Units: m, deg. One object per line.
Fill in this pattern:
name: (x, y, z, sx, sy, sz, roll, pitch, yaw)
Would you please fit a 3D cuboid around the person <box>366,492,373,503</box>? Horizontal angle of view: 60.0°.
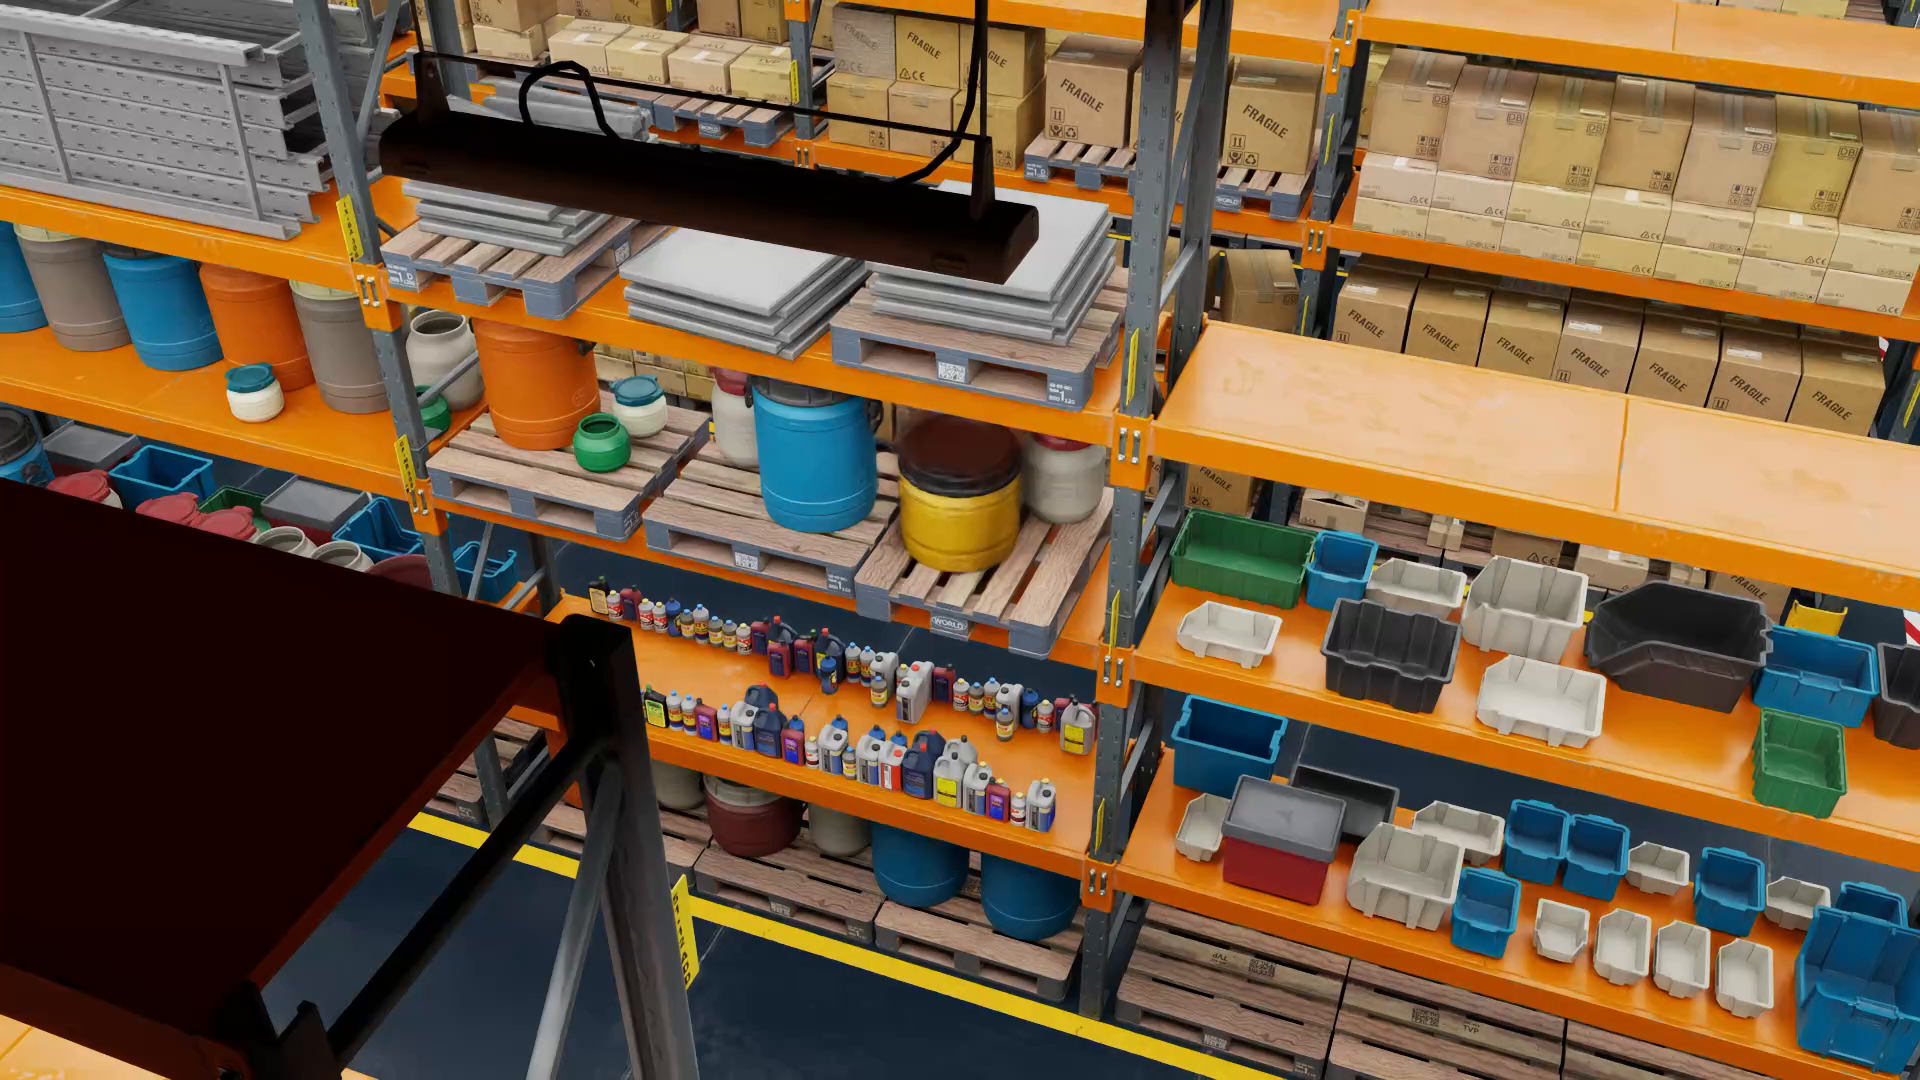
person: (-4.442, 0.009, 11.901, 0.584, 1.702, 1.049, -18, 40, -23)
